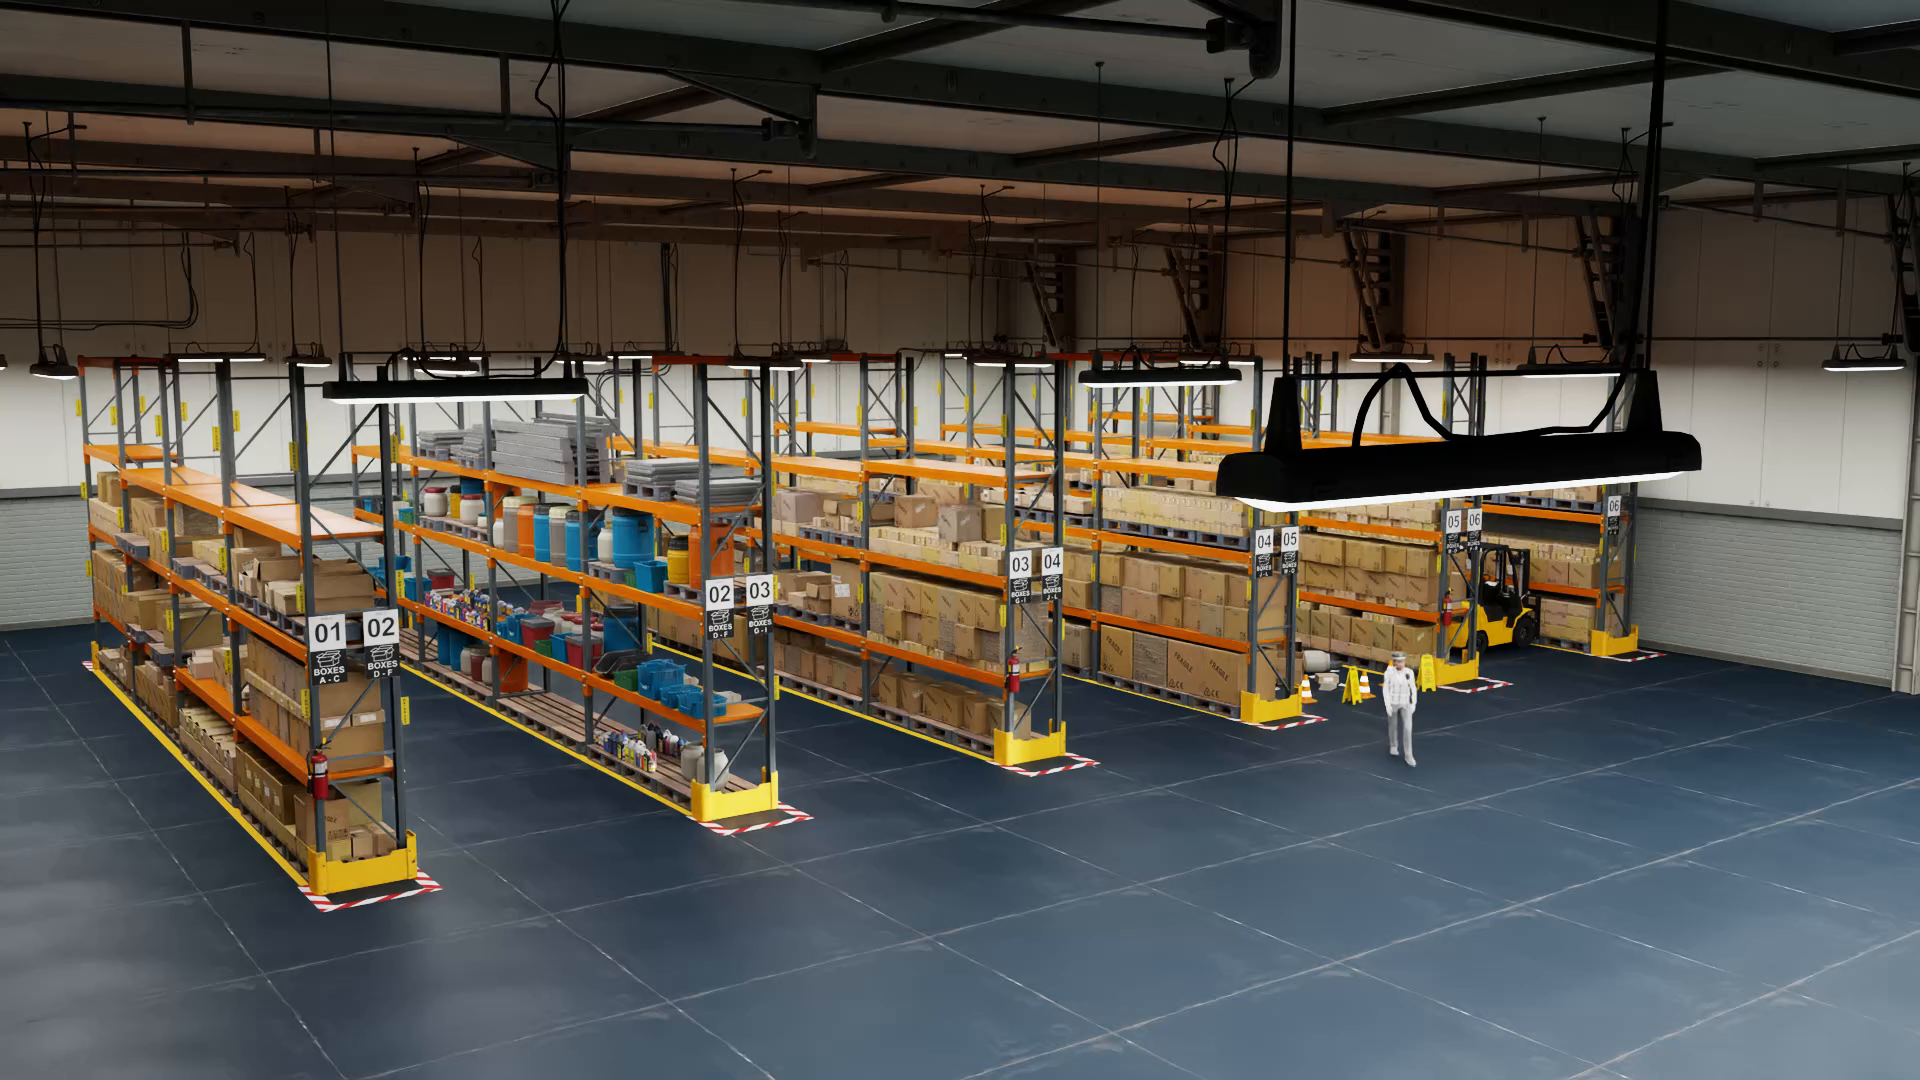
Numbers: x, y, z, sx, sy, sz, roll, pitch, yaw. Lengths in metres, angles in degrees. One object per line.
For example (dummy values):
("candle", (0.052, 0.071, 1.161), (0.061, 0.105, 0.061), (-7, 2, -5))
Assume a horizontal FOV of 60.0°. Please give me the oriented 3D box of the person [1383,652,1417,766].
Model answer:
("person", (6.600, 2.477, 24.956), (0.511, 1.632, 0.870), (2, 7, 14))
